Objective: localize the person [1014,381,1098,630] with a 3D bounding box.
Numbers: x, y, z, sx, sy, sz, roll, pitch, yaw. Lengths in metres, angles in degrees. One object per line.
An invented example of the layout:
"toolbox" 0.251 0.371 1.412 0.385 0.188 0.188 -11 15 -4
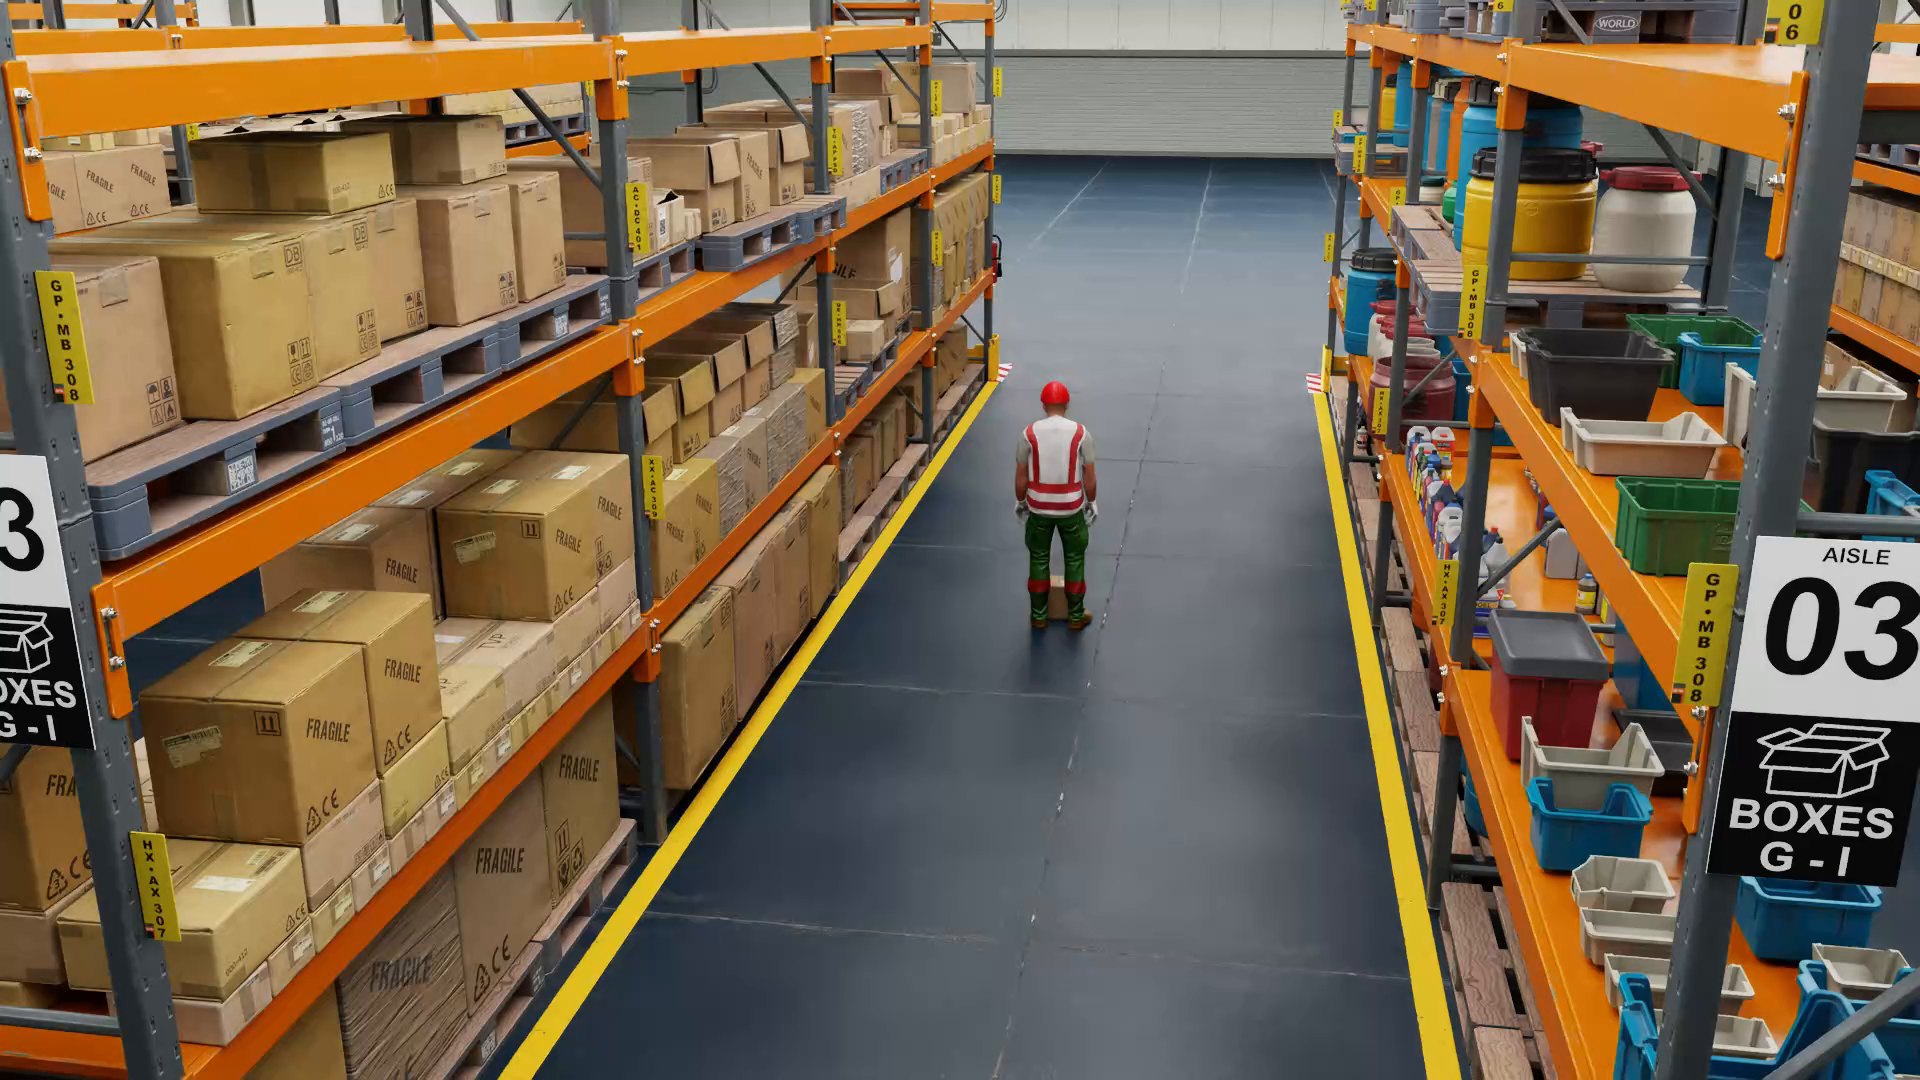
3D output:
"person" 0.680 -0.240 11.780 0.597 1.778 0.450 2 18 7
